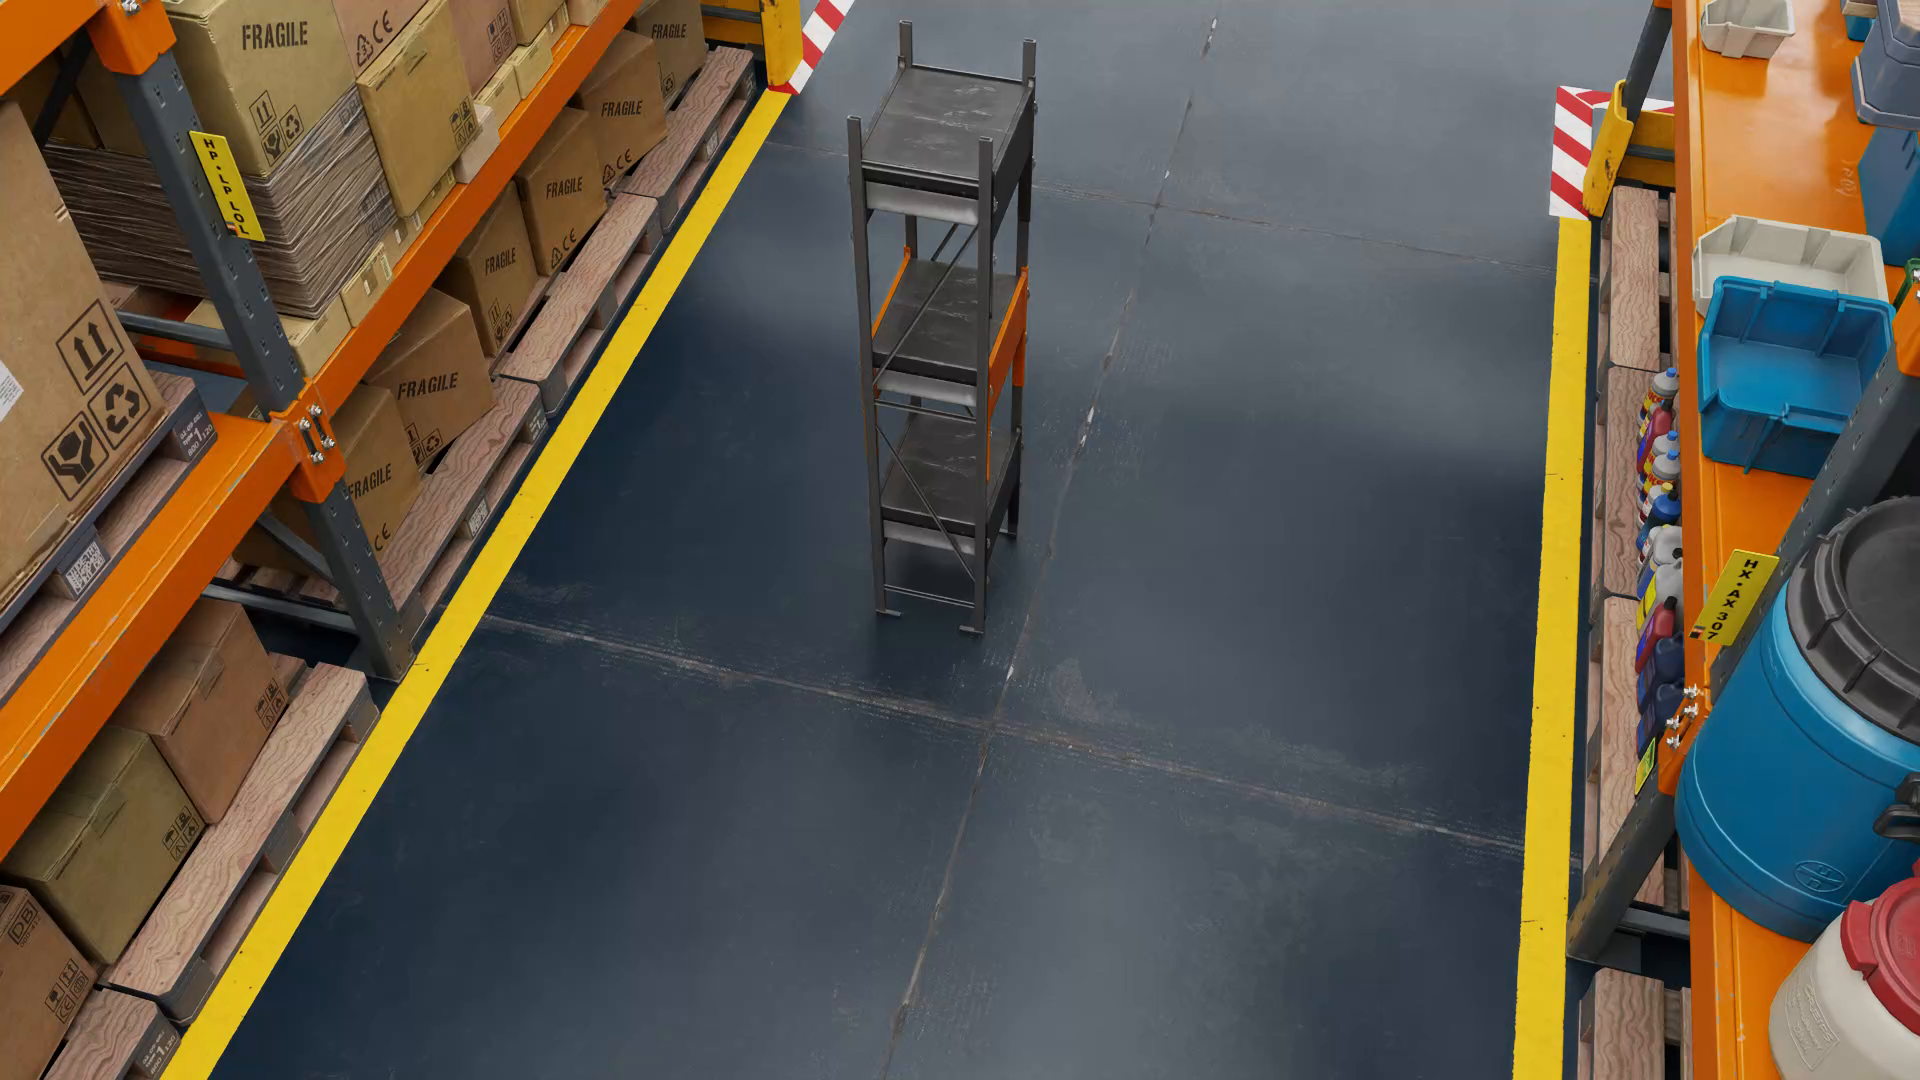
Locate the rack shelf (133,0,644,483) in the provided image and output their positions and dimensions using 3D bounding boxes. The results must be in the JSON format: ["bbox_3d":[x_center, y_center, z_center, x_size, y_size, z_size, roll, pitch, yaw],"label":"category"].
[{"bbox_3d":[-1.892,-1.838,6.352,1.077,0.370,4.000,12,50,10],"label":"rack shelf"}]

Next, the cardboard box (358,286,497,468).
[{"bbox_3d":[-2.132,-0.639,6.200,0.500,0.500,0.500,27,54,22],"label":"cardboard box"}]

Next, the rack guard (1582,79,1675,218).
[{"bbox_3d":[3.438,-1.654,7.377,1.175,0.500,0.348,12,50,10],"label":"rack guard"}]

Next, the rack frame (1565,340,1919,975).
[{"bbox_3d":[2.360,0.348,3.943,1.000,3.000,0.127,12,50,10],"label":"rack frame"}]

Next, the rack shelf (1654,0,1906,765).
[{"bbox_3d":[2.886,-0.861,5.489,1.077,0.370,4.000,12,50,10],"label":"rack shelf"}]

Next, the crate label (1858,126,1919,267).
[{"bbox_3d":[3.189,-1.173,5.261,0.502,0.435,0.616,12,50,10],"label":"crate label"}]

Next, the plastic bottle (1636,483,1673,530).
[{"bbox_3d":[2.492,-0.123,5.931,0.097,0.201,0.097,0,49,0],"label":"plastic bottle"}]

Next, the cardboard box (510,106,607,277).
[{"bbox_3d":[-1.854,-1.498,6.959,0.500,0.500,0.500,16,50,14],"label":"cardboard box"}]

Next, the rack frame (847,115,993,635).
[{"bbox_3d":[-0.108,-0.399,5.201,0.400,2.100,0.015,12,50,10],"label":"rack frame"}]

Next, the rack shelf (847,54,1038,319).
[{"bbox_3d":[-0.044,-1.029,4.842,0.431,0.518,0.480,12,50,10],"label":"rack shelf"}]

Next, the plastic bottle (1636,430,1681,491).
[{"bbox_3d":[2.544,-0.291,6.032,0.097,0.271,0.097,0,49,0],"label":"plastic bottle"}]

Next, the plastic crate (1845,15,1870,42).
[{"bbox_3d":[3.569,-2.075,6.180,0.499,0.251,0.616,12,50,10],"label":"plastic crate"}]

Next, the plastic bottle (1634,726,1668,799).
[{"bbox_3d":[2.168,0.688,5.161,0.061,0.283,0.133,14,50,12],"label":"plastic bottle"}]

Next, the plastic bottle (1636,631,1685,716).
[{"bbox_3d":[2.301,0.417,5.355,0.144,0.351,0.185,9,49,8],"label":"plastic bottle"}]

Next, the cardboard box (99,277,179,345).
[{"bbox_3d":[-2.646,-0.760,5.088,0.380,0.149,0.250,12,50,10],"label":"cardboard box"}]

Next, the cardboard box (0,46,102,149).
[{"bbox_3d":[-2.566,-1.472,4.617,0.500,0.500,0.500,12,50,10],"label":"cardboard box"}]

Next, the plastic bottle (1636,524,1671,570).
[{"bbox_3d":[2.438,0.025,5.800,0.097,0.201,0.097,0,49,0],"label":"plastic bottle"}]

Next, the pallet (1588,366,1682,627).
[{"bbox_3d":[2.896,-0.093,6.191,1.003,0.211,1.213,12,50,10],"label":"pallet"}]

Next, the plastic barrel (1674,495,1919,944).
[{"bbox_3d":[1.966,0.401,3.561,0.600,0.901,0.708,12,50,10],"label":"plastic barrel"}]

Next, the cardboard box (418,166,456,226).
[{"bbox_3d":[-1.898,-1.190,5.467,0.380,0.149,0.250,12,50,10],"label":"cardboard box"}]

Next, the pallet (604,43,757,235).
[{"bbox_3d":[-1.634,-1.965,7.843,1.003,0.211,1.213,12,50,10],"label":"pallet"}]

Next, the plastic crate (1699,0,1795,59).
[{"bbox_3d":[2.866,-1.875,6.080,0.298,0.136,0.250,12,50,10],"label":"plastic crate"}]

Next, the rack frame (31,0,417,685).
[{"bbox_3d":[-2.419,-0.630,4.805,1.000,3.000,0.127,12,50,10],"label":"rack frame"}]

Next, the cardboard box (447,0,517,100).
[{"bbox_3d":[-2.041,-1.811,5.583,0.875,0.500,0.500,12,50,10],"label":"cardboard box"}]

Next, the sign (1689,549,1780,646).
[{"bbox_3d":[1.832,0.139,3.942,0.100,0.325,0.005,12,50,10],"label":"sign"}]

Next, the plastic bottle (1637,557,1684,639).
[{"bbox_3d":[2.386,0.183,5.561,0.144,0.351,0.185,11,50,10],"label":"plastic bottle"}]

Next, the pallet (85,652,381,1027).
[{"bbox_3d":[-2.622,0.856,5.353,1.003,0.211,1.213,12,50,10],"label":"pallet"}]

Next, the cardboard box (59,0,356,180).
[{"bbox_3d":[-2.055,-1.368,4.524,0.500,0.500,0.500,12,50,10],"label":"cardboard box"}]

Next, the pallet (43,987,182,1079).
[{"bbox_3d":[-2.941,1.742,4.572,1.003,0.211,1.213,12,50,10],"label":"pallet"}]

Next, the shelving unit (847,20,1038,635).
[{"bbox_3d":[-0.044,-0.575,5.357,0.431,2.100,0.503,12,50,10],"label":"shelving unit"}]

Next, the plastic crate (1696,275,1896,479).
[{"bbox_3d":[2.389,-0.457,4.752,0.499,0.251,0.616,12,50,10],"label":"plastic crate"}]

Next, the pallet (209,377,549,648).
[{"bbox_3d":[-2.276,-0.200,6.286,1.003,0.211,1.213,12,50,10],"label":"pallet"}]

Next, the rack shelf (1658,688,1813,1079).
[{"bbox_3d":[1.833,2.032,2.936,1.077,0.370,4.000,12,50,10],"label":"rack shelf"}]

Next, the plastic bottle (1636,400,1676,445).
[{"bbox_3d":[2.607,-0.441,6.211,0.097,0.201,0.097,0,49,0],"label":"plastic bottle"}]

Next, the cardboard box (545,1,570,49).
[{"bbox_3d":[-1.668,-1.920,6.112,0.380,0.149,0.250,12,50,10],"label":"cardboard box"}]

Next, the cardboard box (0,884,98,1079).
[{"bbox_3d":[-2.892,1.238,4.531,0.700,0.500,0.500,8,49,7],"label":"cardboard box"}]

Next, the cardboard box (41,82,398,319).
[{"bbox_3d":[-2.241,-1.075,4.933,0.875,0.500,0.500,12,50,10],"label":"cardboard box"}]

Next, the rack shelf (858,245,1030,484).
[{"bbox_3d":[-0.044,-0.566,5.367,0.431,0.518,0.480,12,50,10],"label":"rack shelf"}]

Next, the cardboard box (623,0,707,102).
[{"bbox_3d":[-1.547,-2.387,7.743,0.500,0.500,0.500,20,52,17],"label":"cardboard box"}]

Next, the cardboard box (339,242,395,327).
[{"bbox_3d":[-1.994,-0.821,5.142,0.380,0.149,0.250,12,50,10],"label":"cardboard box"}]

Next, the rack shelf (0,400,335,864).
[{"bbox_3d":[-2.945,1.055,3.798,1.077,0.370,4.000,12,50,10],"label":"rack shelf"}]

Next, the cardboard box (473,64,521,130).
[{"bbox_3d":[-1.767,-1.552,5.787,0.380,0.149,0.250,12,50,10],"label":"cardboard box"}]

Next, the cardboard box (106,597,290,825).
[{"bbox_3d":[-2.601,0.492,5.189,0.700,0.500,0.500,8,49,7],"label":"cardboard box"}]
